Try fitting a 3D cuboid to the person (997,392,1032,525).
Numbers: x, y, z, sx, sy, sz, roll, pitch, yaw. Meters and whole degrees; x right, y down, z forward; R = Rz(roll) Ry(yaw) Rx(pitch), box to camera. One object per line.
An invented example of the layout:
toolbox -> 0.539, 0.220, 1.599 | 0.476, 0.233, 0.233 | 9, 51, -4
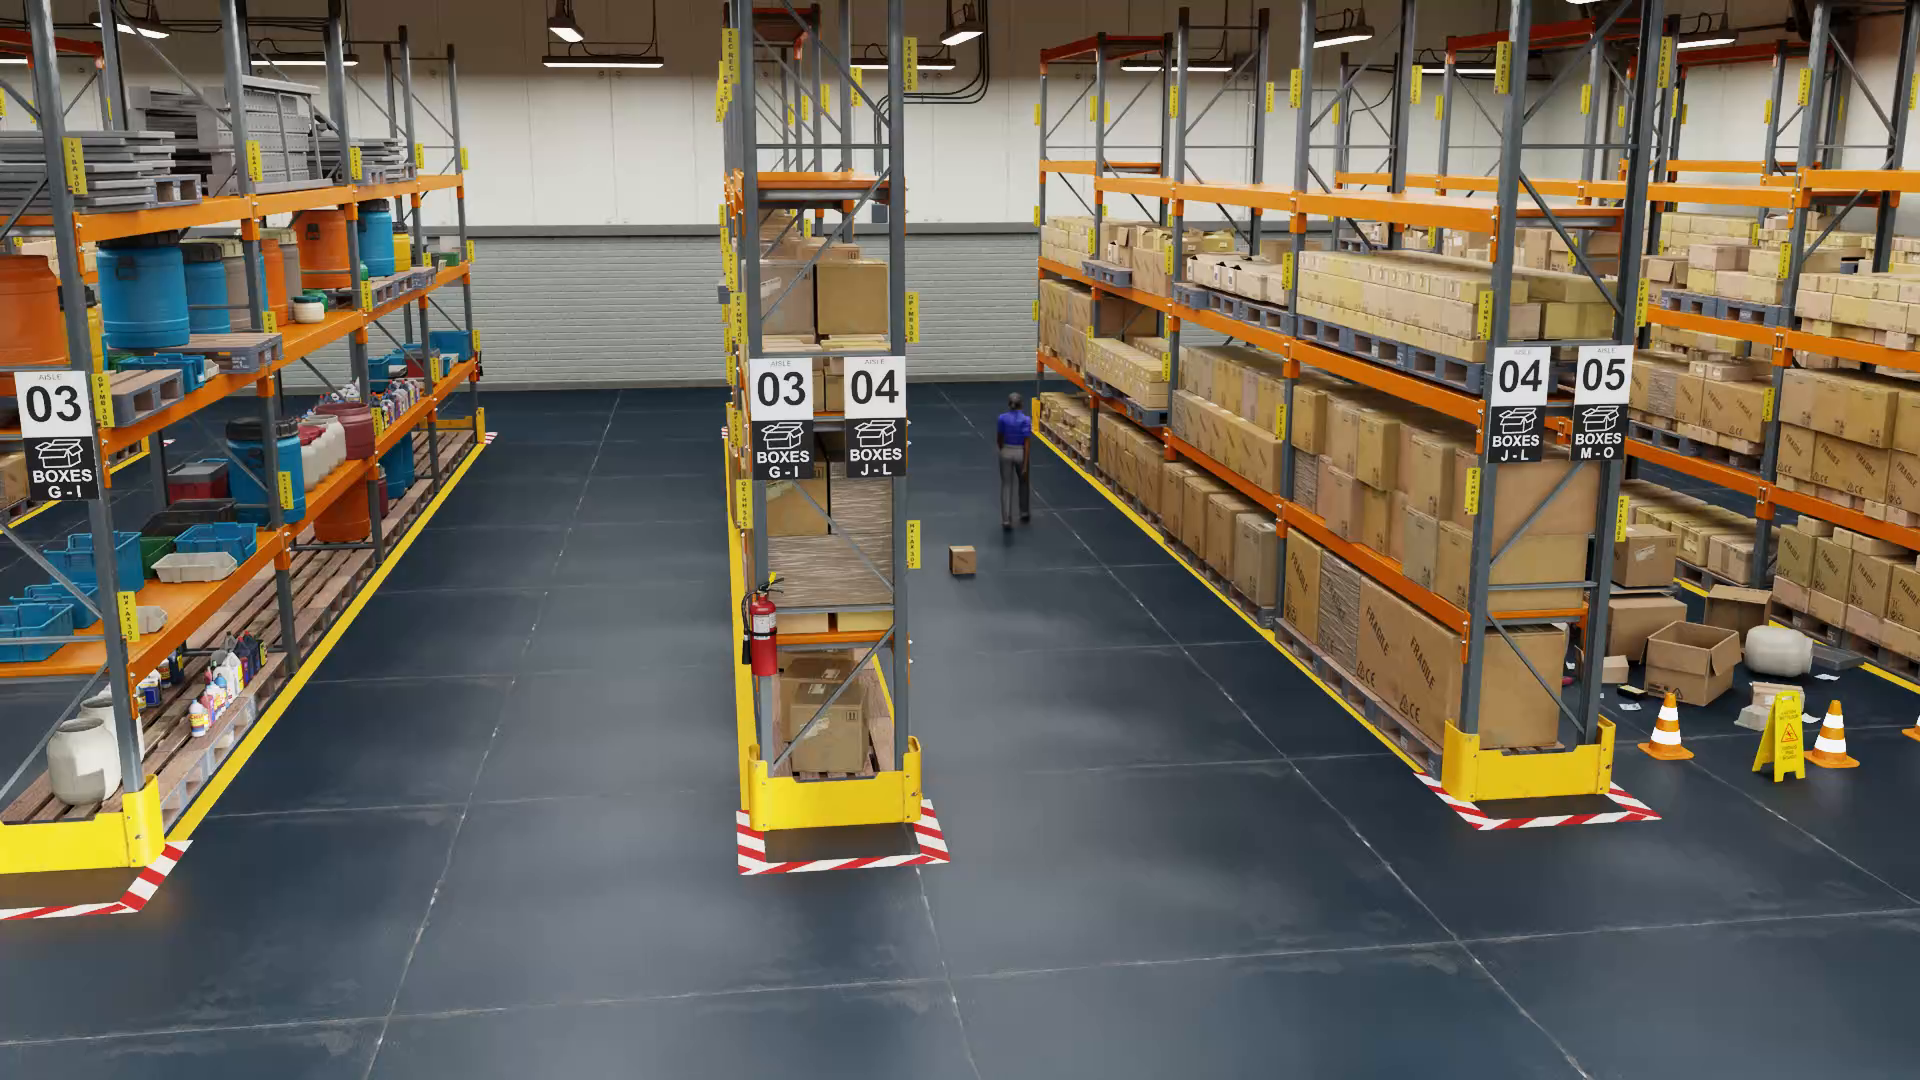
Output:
person -> 0.668, -1.029, 20.314 | 0.441, 1.586, 0.998 | 2, 13, 8
